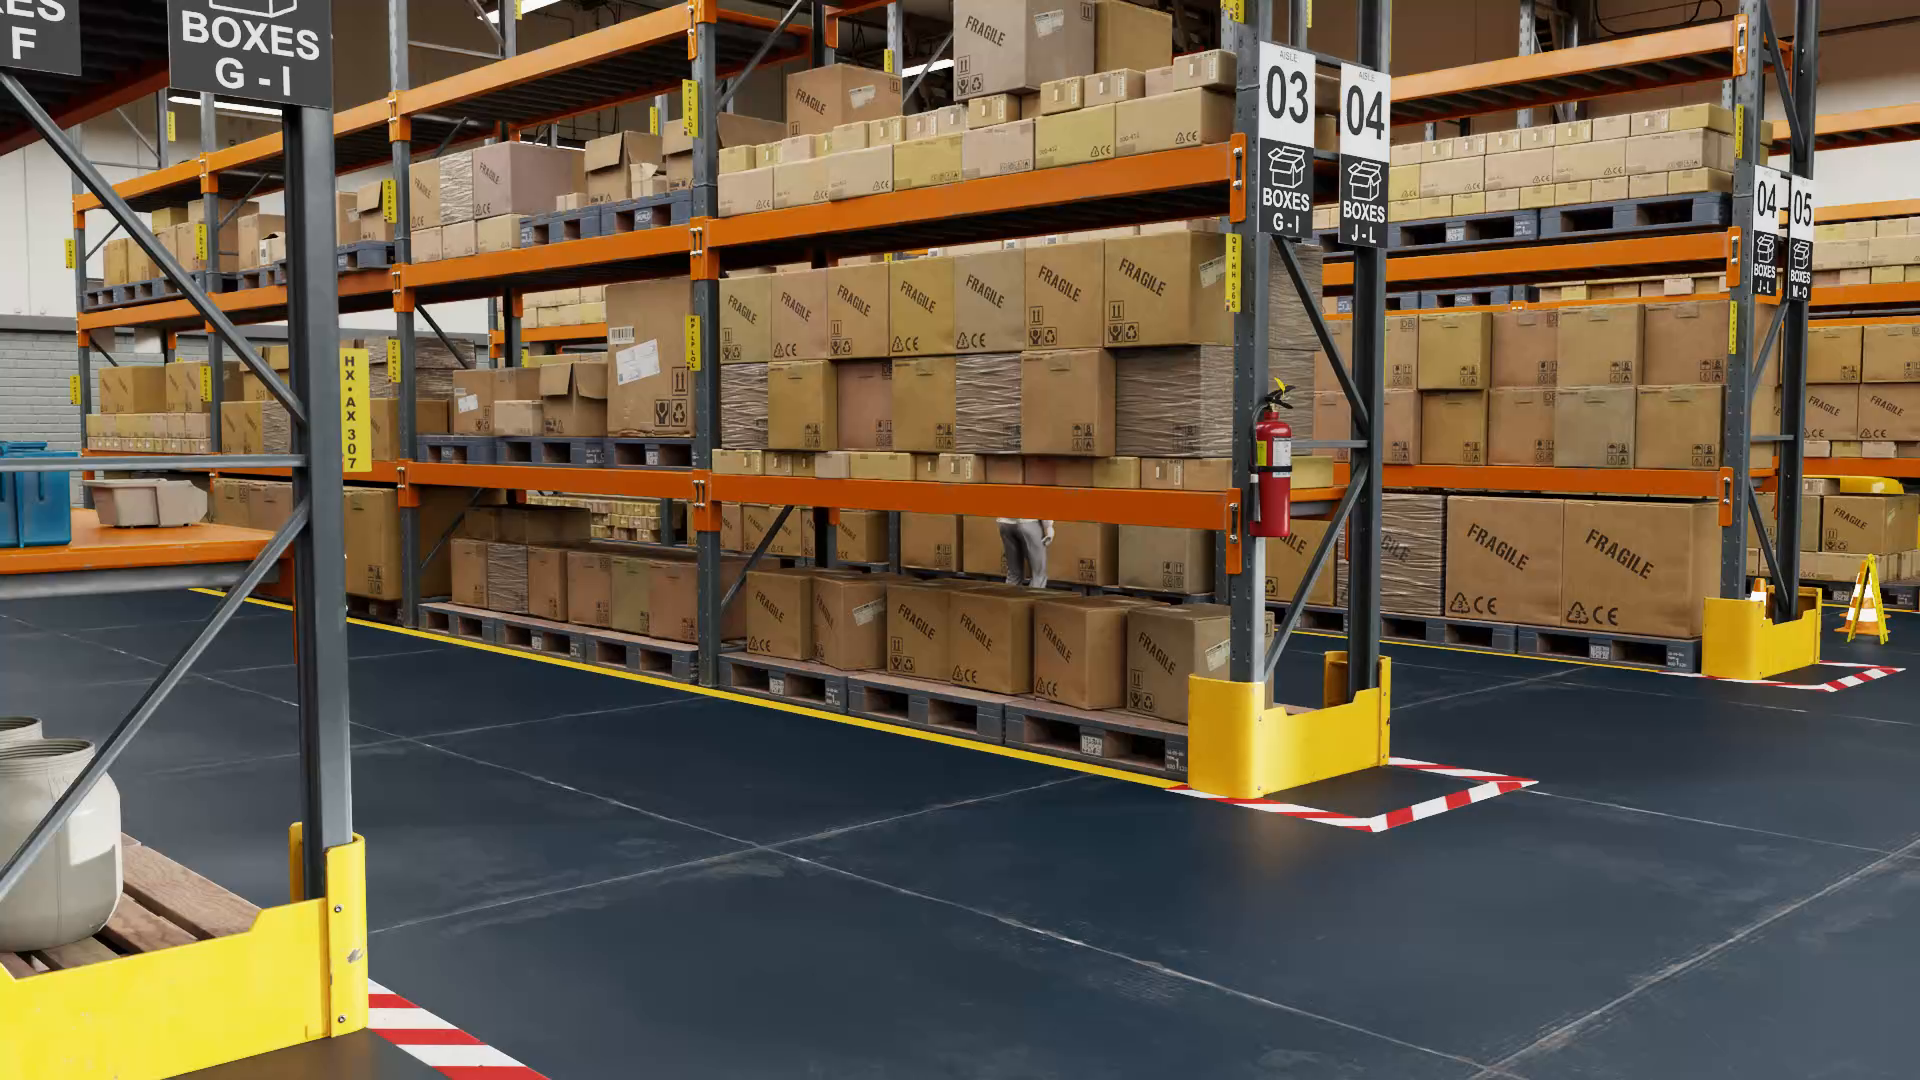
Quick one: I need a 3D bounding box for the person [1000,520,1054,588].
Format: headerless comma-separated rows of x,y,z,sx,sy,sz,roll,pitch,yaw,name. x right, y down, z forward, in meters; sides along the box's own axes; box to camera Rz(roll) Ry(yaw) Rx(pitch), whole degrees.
0.496,-0.134,12.465,0.342,1.601,0.507,-4,6,-43,person
